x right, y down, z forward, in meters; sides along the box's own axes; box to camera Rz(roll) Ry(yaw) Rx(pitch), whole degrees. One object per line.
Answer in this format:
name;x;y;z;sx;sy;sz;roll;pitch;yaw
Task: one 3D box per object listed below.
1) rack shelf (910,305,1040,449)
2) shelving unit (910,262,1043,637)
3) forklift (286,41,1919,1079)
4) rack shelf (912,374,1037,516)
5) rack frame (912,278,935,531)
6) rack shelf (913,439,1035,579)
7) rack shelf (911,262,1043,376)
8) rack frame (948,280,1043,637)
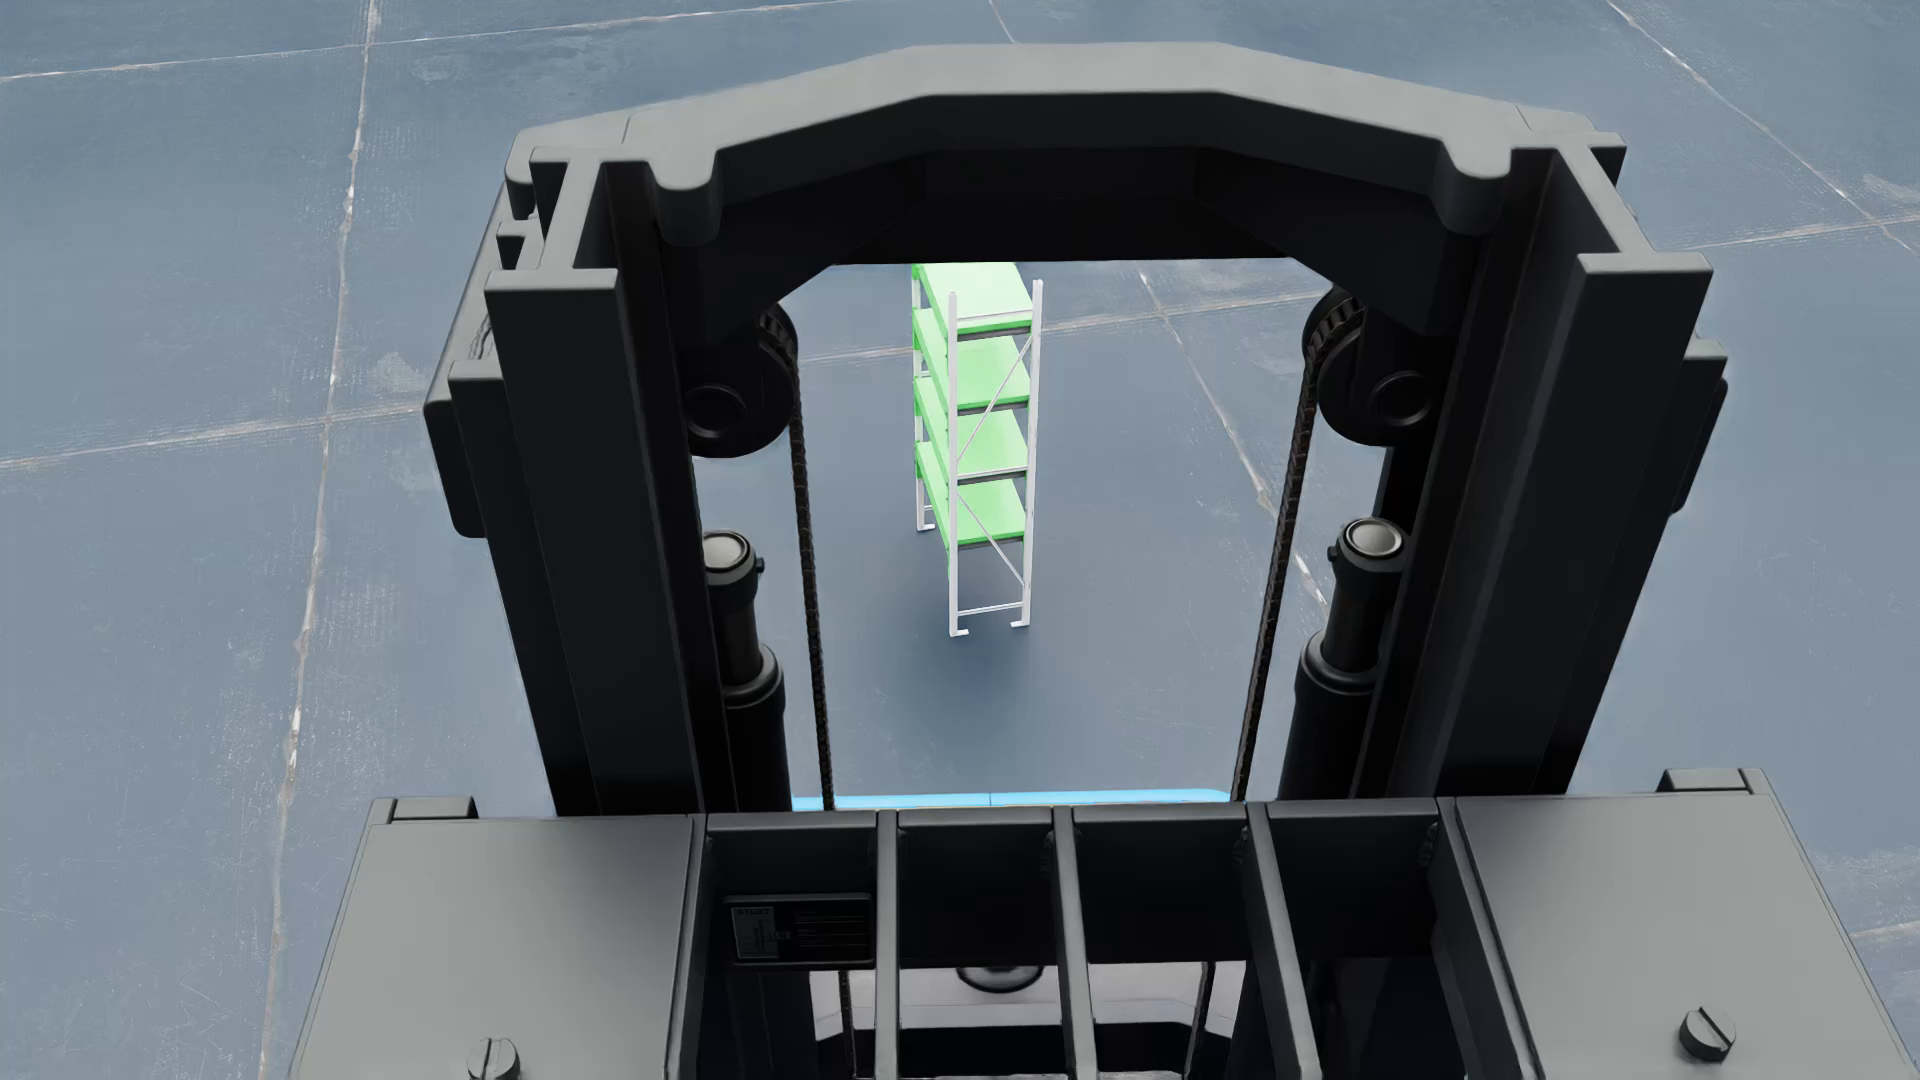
rack shelf;0.036;-0.473;4.614;0.258;0.148;0.480;-8;42;-9
shelving unit;0.036;-0.341;4.731;0.258;1.200;0.503;-8;42;-9
forklift;0.097;1.158;1.737;1.130;2.935;3.031;-1;42;-1
rack shelf;0.036;-0.294;4.773;0.258;0.148;0.480;-8;42;-9
rack frame;-0.017;-0.500;4.909;0.240;1.200;0.015;-8;42;-9
rack shelf;0.036;-0.114;4.933;0.258;0.148;0.480;-8;42;-9
rack shelf;0.036;-0.653;4.455;0.258;0.148;0.480;-8;42;-9
rack frame;0.088;-0.183;4.553;0.240;1.200;0.015;-8;42;-9
